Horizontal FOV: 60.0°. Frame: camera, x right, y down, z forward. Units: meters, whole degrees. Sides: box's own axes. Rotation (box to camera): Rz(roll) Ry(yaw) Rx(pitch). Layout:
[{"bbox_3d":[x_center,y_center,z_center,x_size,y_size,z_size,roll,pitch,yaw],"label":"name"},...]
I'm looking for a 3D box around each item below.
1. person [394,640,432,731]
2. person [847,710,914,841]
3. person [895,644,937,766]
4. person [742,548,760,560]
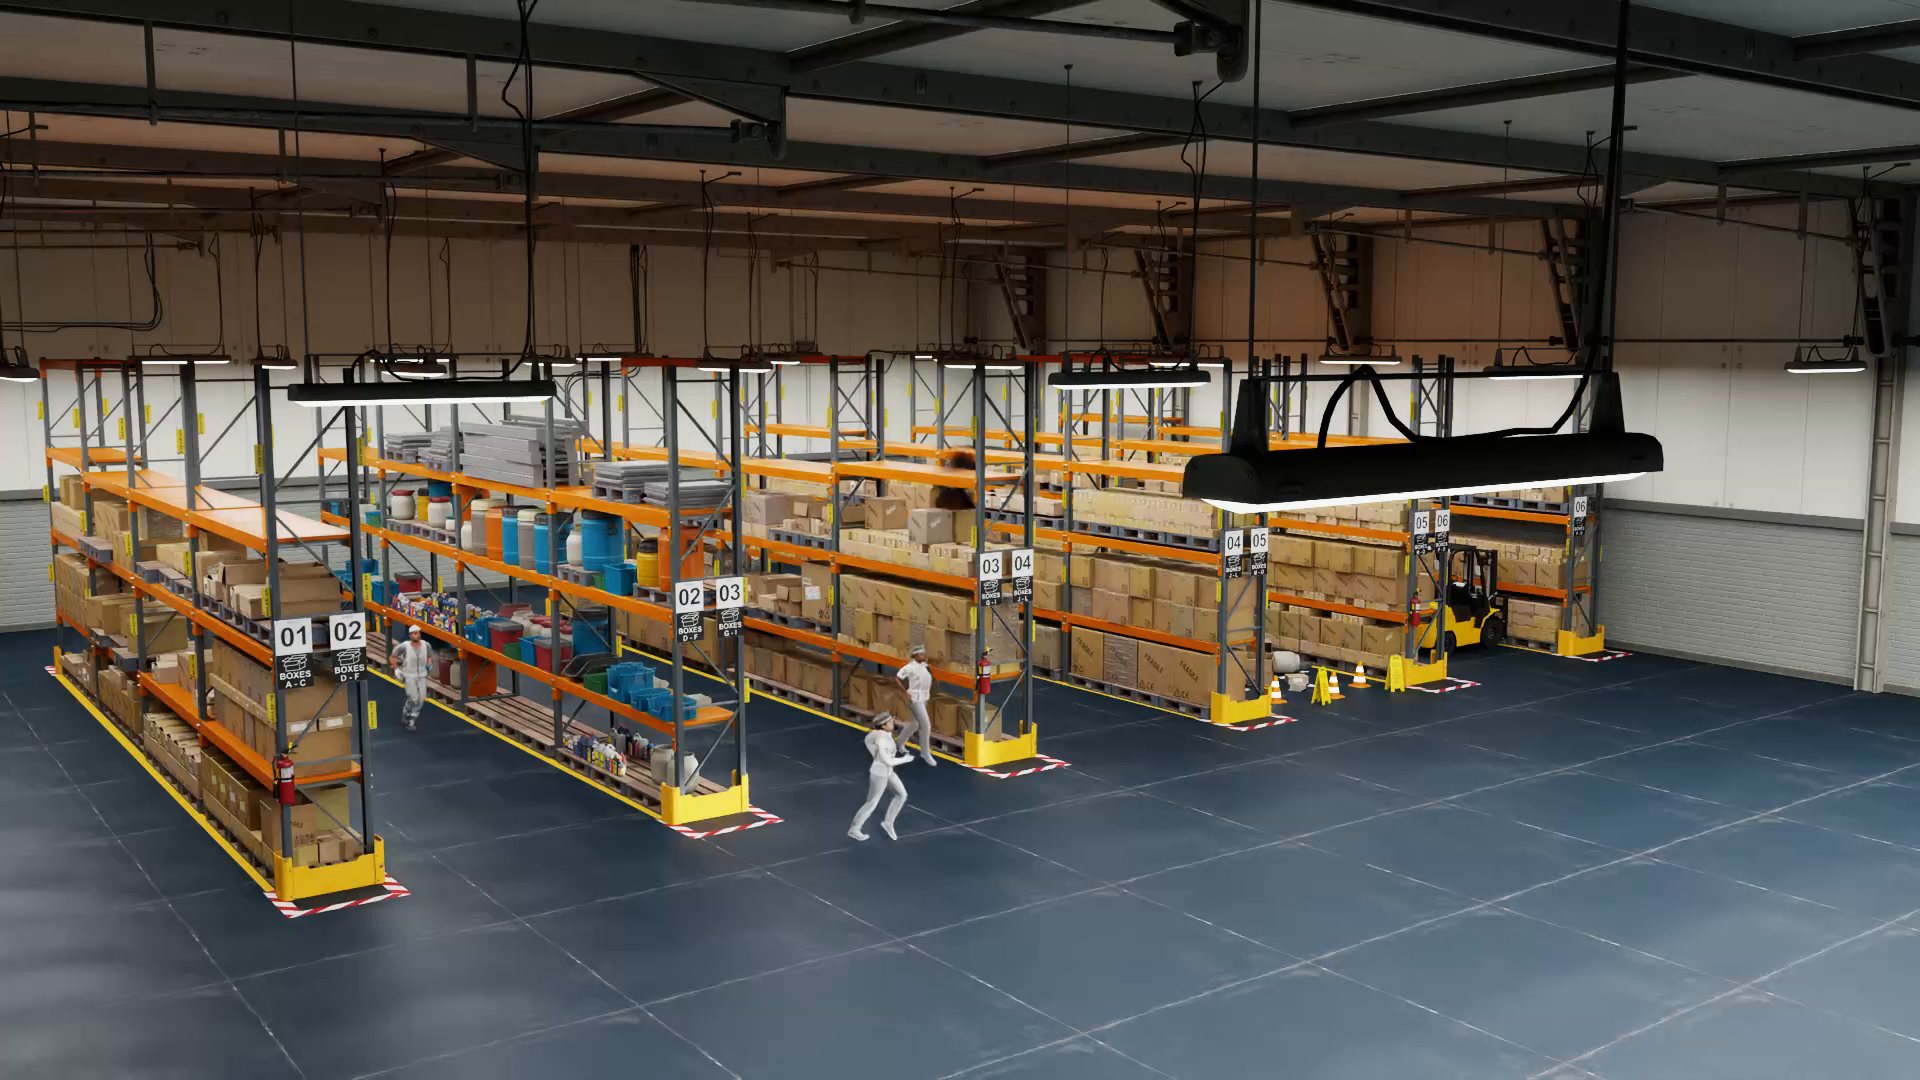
[{"bbox_3d":[-8.830,2.352,26.916,0.508,1.509,0.569,-6,9,-42],"label":"person"},{"bbox_3d":[-0.996,2.976,21.006,0.848,1.702,0.620,0,7,2],"label":"person"},{"bbox_3d":[-0.640,2.375,24.225,0.756,1.749,0.395,3,8,26],"label":"person"},{"bbox_3d":[-5.200,0.076,41.727,0.484,0.835,0.555,-5,8,-34],"label":"person"}]
